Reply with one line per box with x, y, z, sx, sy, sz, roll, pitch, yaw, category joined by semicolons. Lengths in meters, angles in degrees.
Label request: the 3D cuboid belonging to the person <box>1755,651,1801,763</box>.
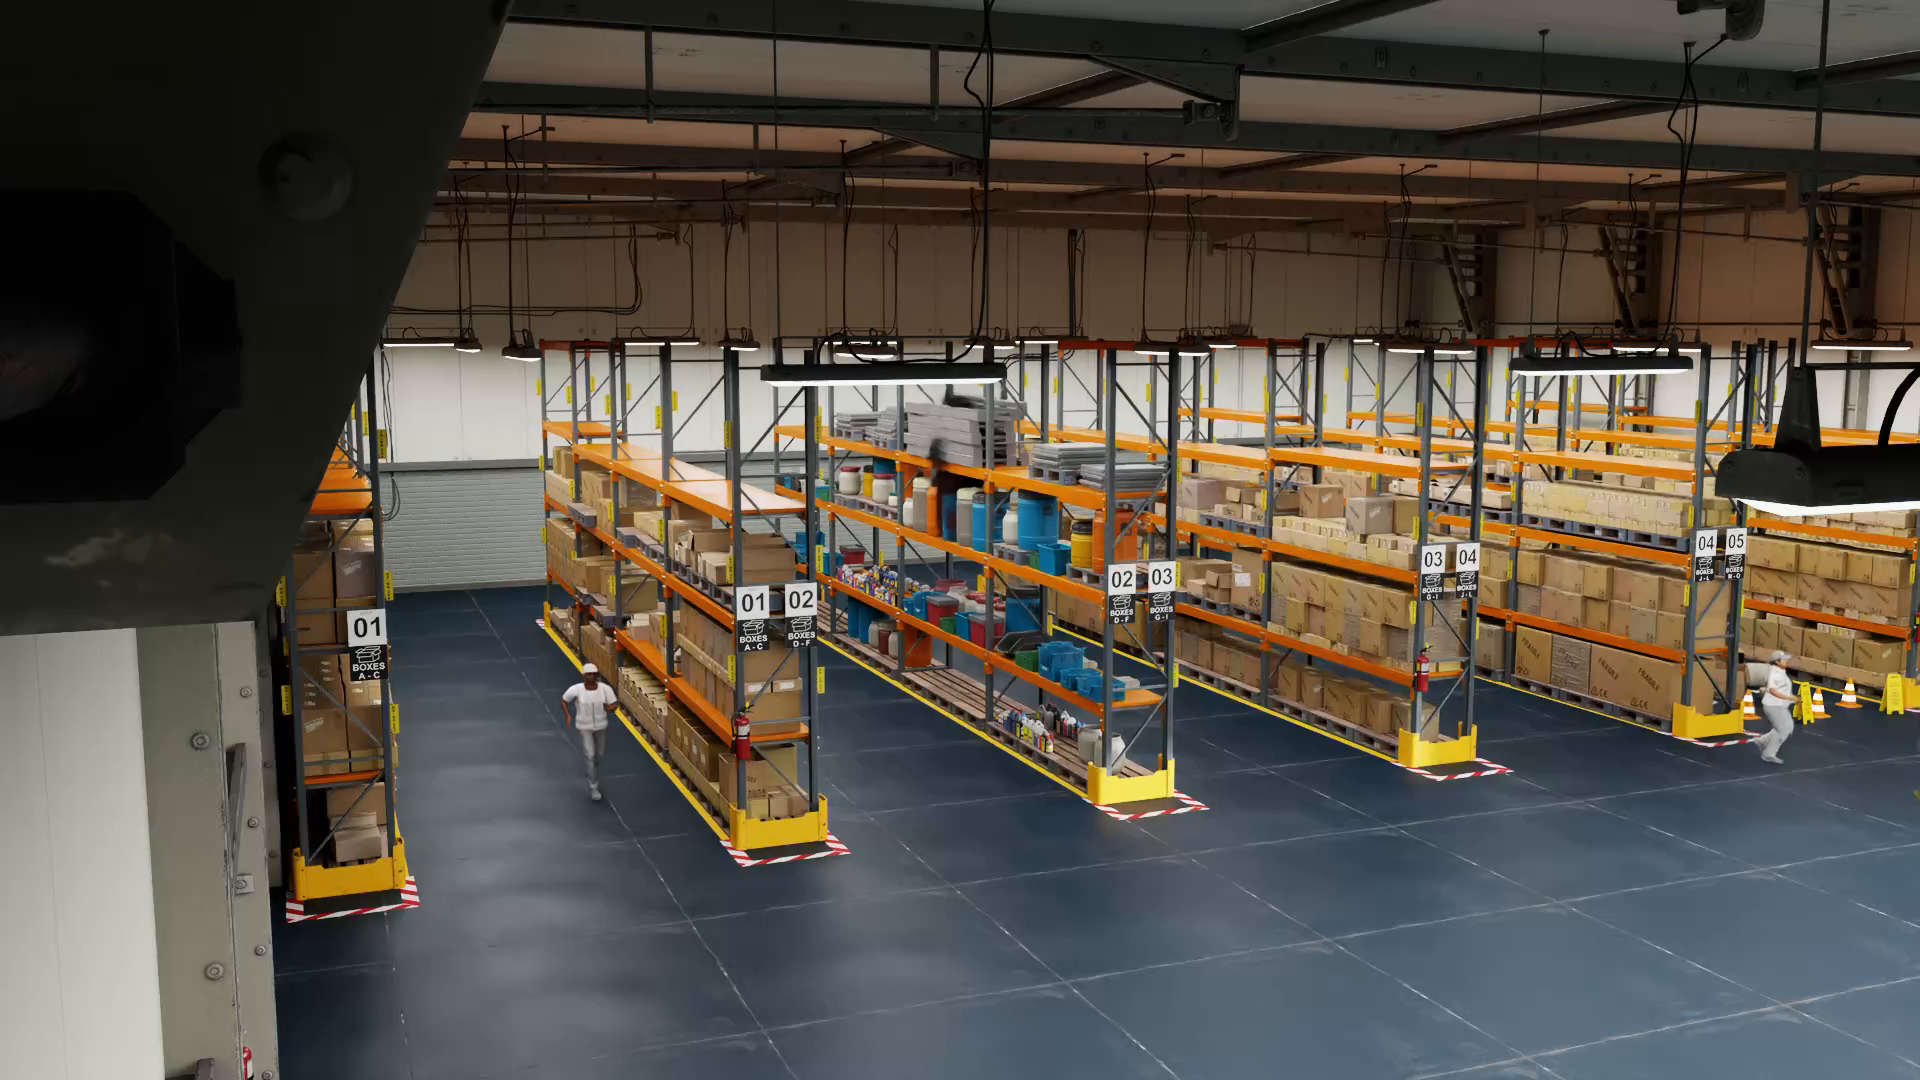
11.870;2.421;24.120;0.564;1.646;0.620;4;8;27;person

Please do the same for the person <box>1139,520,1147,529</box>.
4.251;0.374;39.162;0.691;1.780;0.938;0;7;-2;person

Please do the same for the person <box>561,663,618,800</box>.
-4.949;2.525;22.373;0.700;1.757;0.982;-4;8;-28;person
